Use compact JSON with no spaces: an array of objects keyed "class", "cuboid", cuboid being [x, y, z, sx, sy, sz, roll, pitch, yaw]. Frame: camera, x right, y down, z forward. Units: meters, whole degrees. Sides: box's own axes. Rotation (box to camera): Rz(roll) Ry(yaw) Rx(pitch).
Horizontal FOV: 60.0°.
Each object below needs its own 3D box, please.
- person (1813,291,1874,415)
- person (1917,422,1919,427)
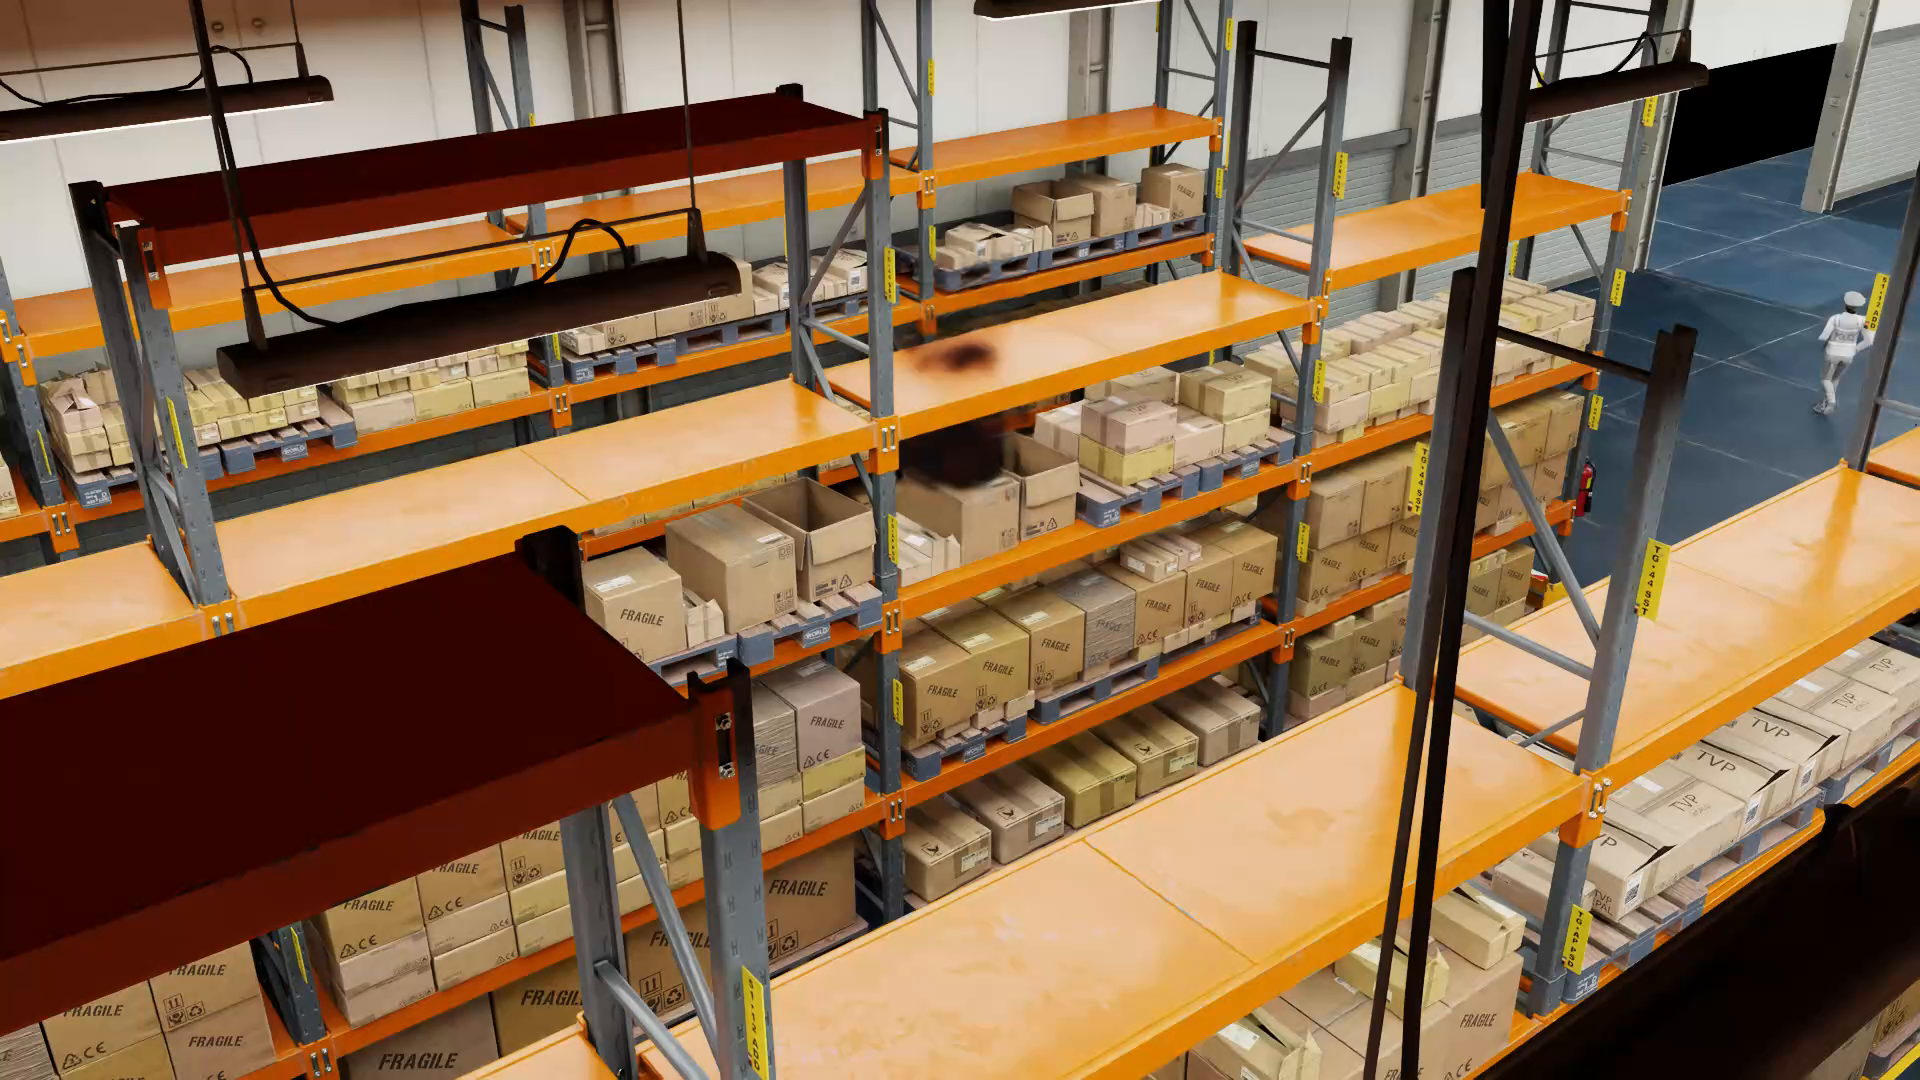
[{"class":"person","cuboid":[11.083,-2.301,20.944,0.618,1.687,0.759,5,27,11]},{"class":"person","cuboid":[10.751,-1.016,18.228,0.714,1.743,0.572,5,27,11]}]
